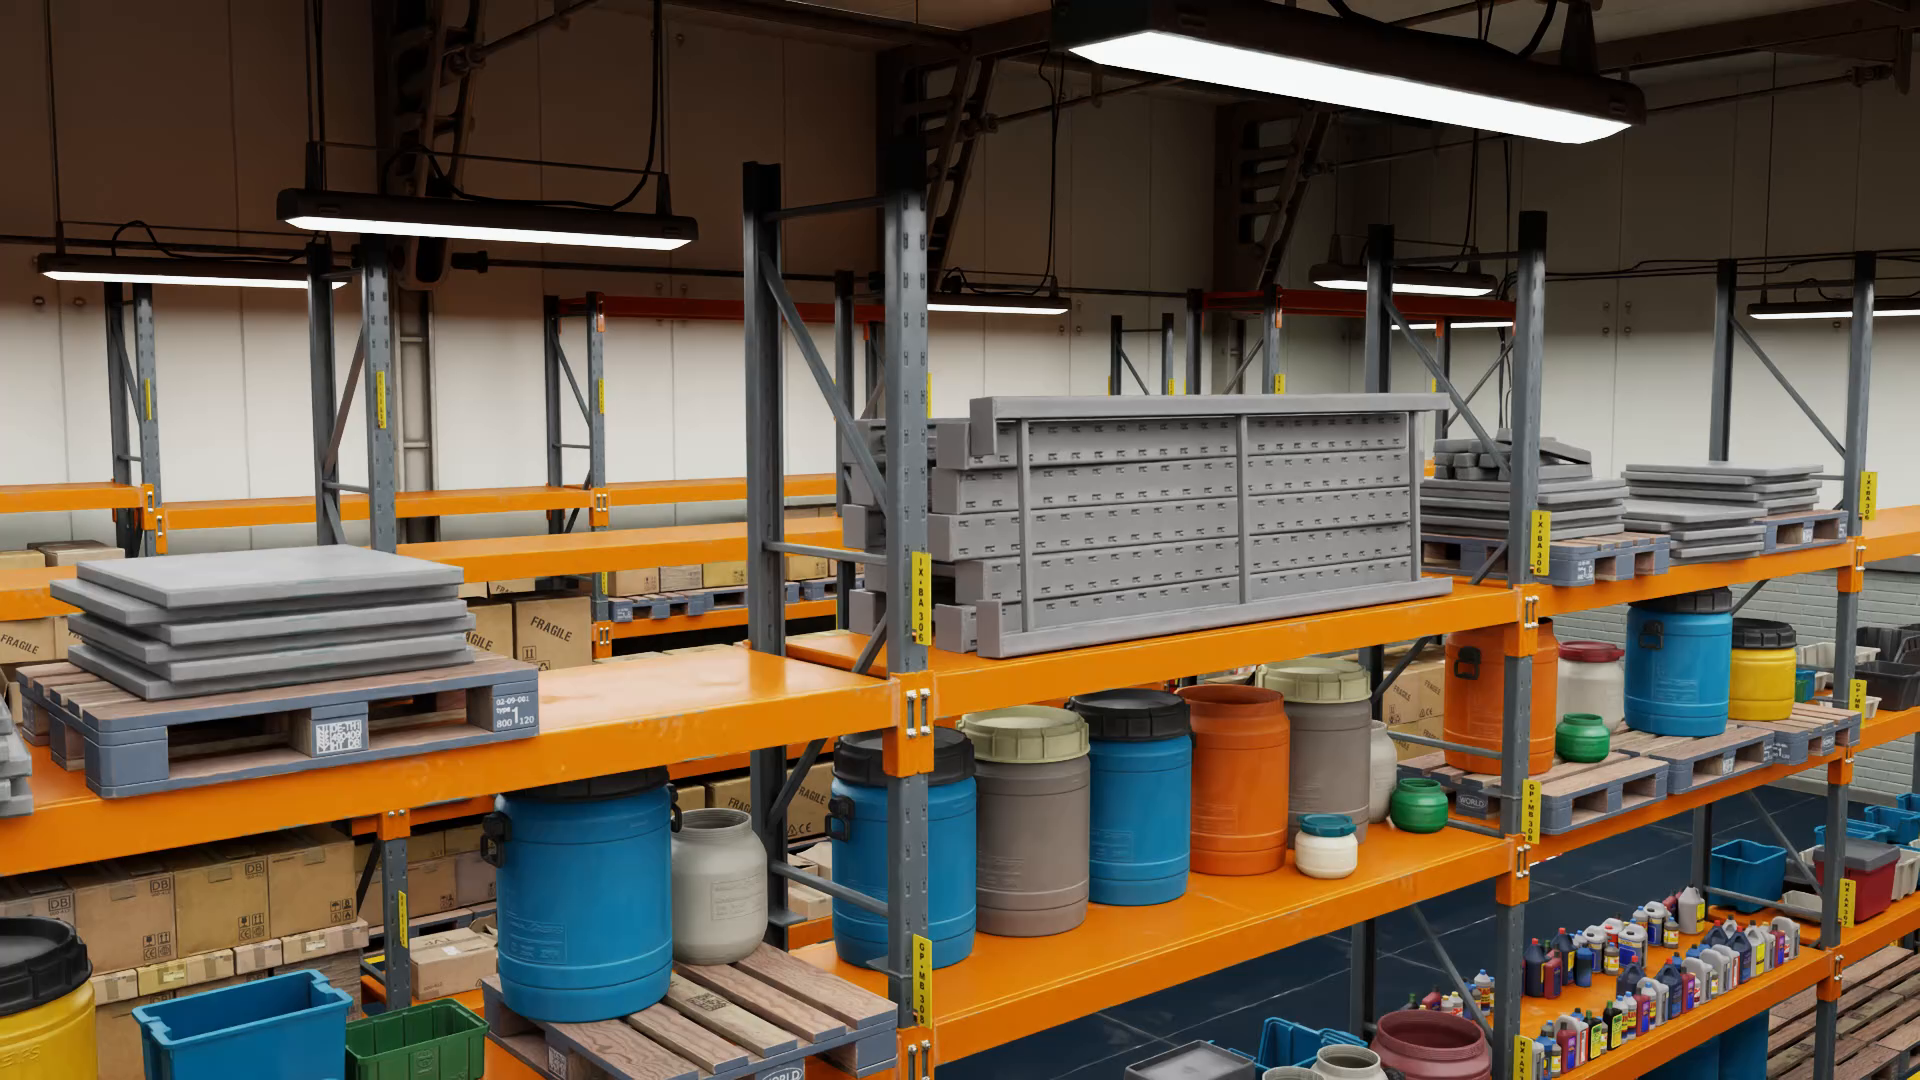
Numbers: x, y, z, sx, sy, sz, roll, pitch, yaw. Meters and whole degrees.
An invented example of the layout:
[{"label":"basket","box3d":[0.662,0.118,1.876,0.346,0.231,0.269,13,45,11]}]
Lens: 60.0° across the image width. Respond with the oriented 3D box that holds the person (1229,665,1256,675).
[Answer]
[{"label":"person","box3d":[3.755,2.177,21.785,0.554,1.721,1.094,2,6,15]}]
